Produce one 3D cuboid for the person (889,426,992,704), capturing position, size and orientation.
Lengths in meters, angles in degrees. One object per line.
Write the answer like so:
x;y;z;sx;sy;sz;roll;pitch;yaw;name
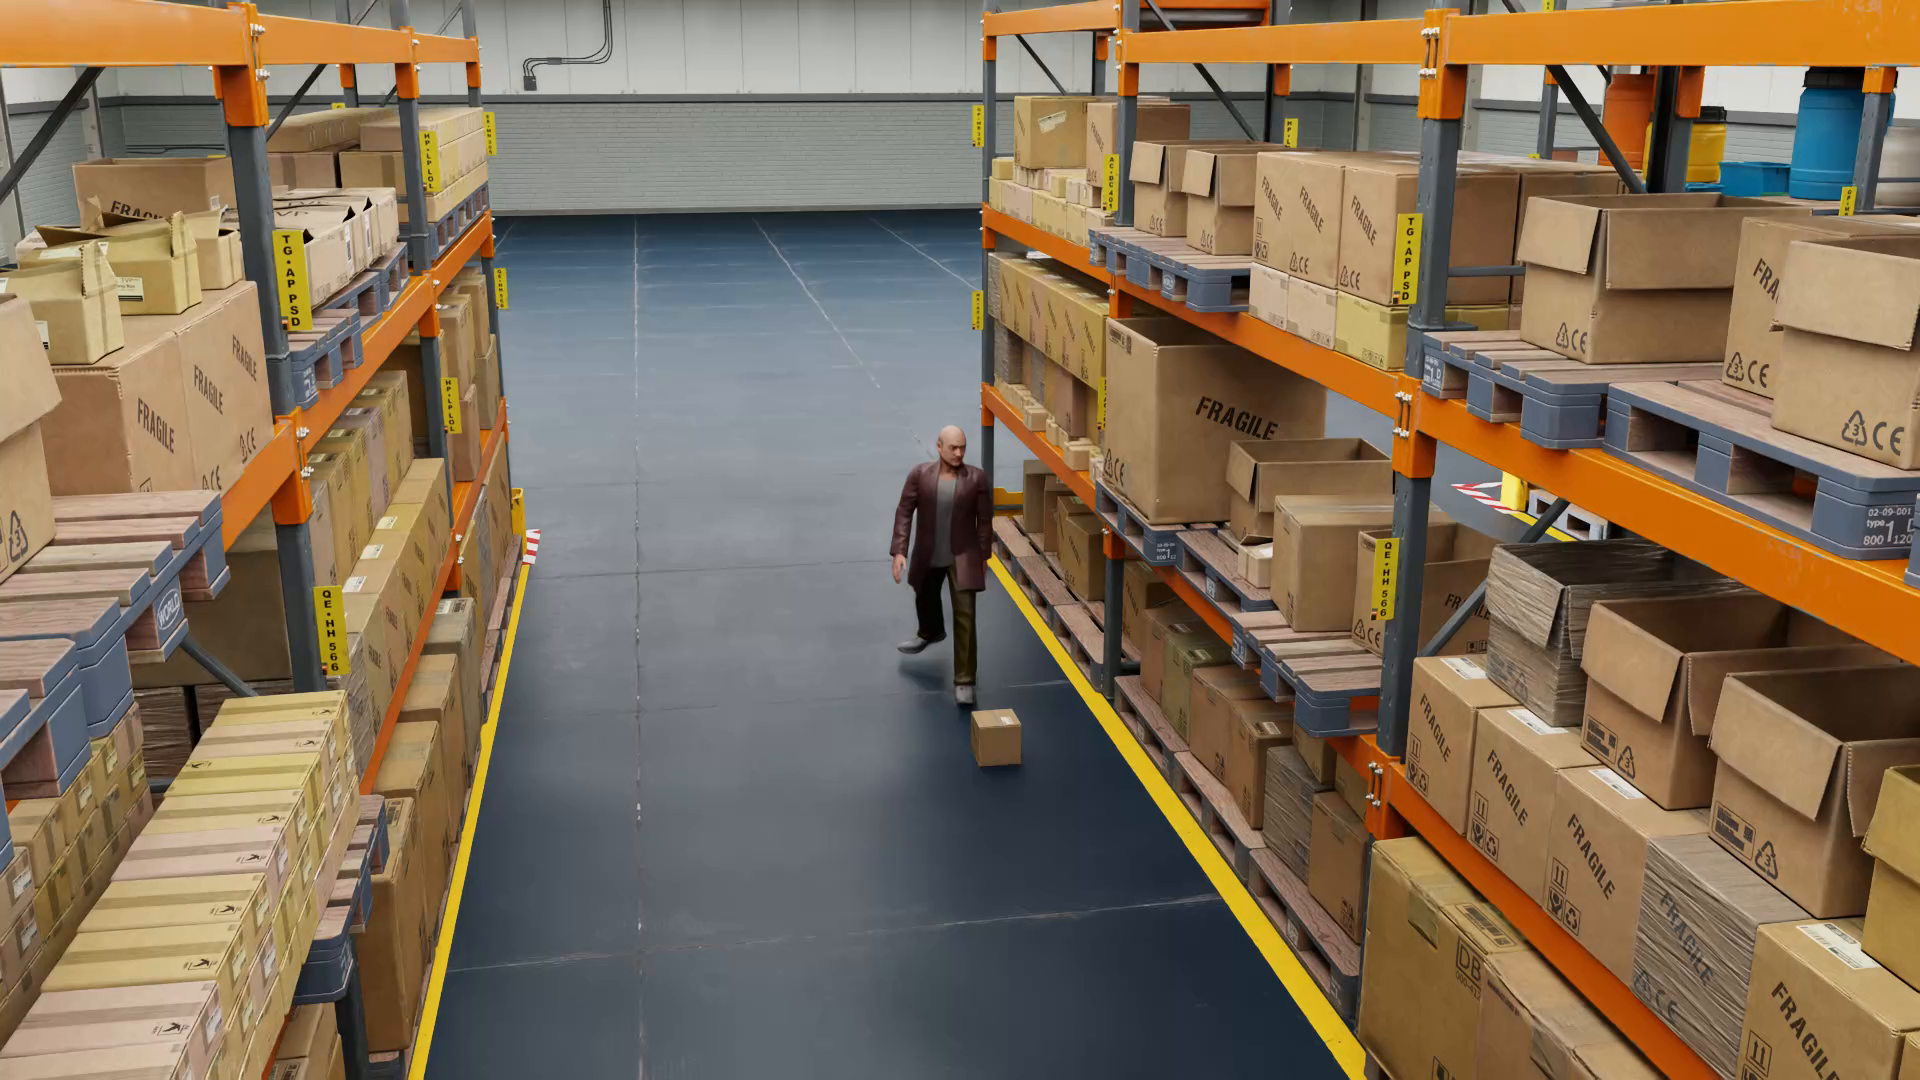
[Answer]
-0.144;0.089;10.794;0.702;1.732;1.087;3;16;11;person
